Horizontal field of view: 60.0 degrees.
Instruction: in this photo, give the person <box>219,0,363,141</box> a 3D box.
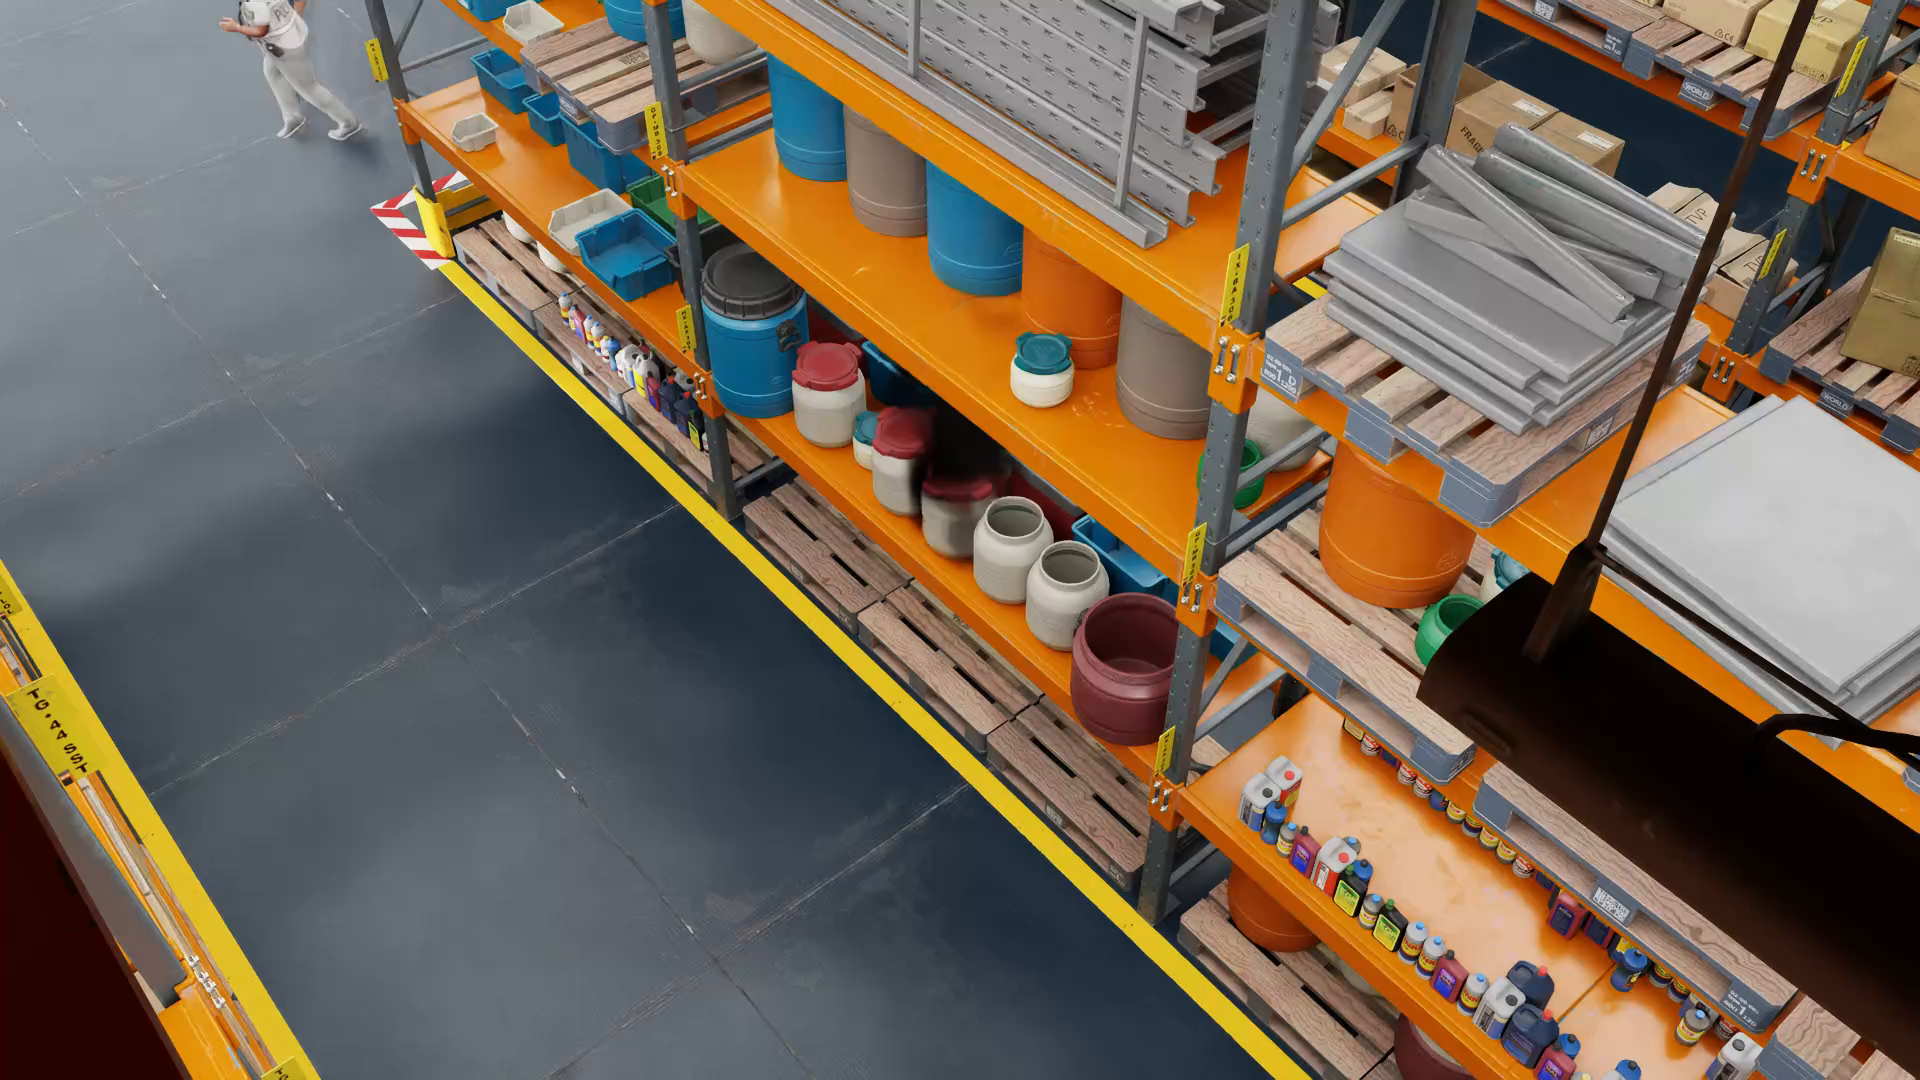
[{"bbox_3d":[-5.513,-4.029,13.613,0.898,1.831,0.584,-4,47,-3],"label":"person"}]
